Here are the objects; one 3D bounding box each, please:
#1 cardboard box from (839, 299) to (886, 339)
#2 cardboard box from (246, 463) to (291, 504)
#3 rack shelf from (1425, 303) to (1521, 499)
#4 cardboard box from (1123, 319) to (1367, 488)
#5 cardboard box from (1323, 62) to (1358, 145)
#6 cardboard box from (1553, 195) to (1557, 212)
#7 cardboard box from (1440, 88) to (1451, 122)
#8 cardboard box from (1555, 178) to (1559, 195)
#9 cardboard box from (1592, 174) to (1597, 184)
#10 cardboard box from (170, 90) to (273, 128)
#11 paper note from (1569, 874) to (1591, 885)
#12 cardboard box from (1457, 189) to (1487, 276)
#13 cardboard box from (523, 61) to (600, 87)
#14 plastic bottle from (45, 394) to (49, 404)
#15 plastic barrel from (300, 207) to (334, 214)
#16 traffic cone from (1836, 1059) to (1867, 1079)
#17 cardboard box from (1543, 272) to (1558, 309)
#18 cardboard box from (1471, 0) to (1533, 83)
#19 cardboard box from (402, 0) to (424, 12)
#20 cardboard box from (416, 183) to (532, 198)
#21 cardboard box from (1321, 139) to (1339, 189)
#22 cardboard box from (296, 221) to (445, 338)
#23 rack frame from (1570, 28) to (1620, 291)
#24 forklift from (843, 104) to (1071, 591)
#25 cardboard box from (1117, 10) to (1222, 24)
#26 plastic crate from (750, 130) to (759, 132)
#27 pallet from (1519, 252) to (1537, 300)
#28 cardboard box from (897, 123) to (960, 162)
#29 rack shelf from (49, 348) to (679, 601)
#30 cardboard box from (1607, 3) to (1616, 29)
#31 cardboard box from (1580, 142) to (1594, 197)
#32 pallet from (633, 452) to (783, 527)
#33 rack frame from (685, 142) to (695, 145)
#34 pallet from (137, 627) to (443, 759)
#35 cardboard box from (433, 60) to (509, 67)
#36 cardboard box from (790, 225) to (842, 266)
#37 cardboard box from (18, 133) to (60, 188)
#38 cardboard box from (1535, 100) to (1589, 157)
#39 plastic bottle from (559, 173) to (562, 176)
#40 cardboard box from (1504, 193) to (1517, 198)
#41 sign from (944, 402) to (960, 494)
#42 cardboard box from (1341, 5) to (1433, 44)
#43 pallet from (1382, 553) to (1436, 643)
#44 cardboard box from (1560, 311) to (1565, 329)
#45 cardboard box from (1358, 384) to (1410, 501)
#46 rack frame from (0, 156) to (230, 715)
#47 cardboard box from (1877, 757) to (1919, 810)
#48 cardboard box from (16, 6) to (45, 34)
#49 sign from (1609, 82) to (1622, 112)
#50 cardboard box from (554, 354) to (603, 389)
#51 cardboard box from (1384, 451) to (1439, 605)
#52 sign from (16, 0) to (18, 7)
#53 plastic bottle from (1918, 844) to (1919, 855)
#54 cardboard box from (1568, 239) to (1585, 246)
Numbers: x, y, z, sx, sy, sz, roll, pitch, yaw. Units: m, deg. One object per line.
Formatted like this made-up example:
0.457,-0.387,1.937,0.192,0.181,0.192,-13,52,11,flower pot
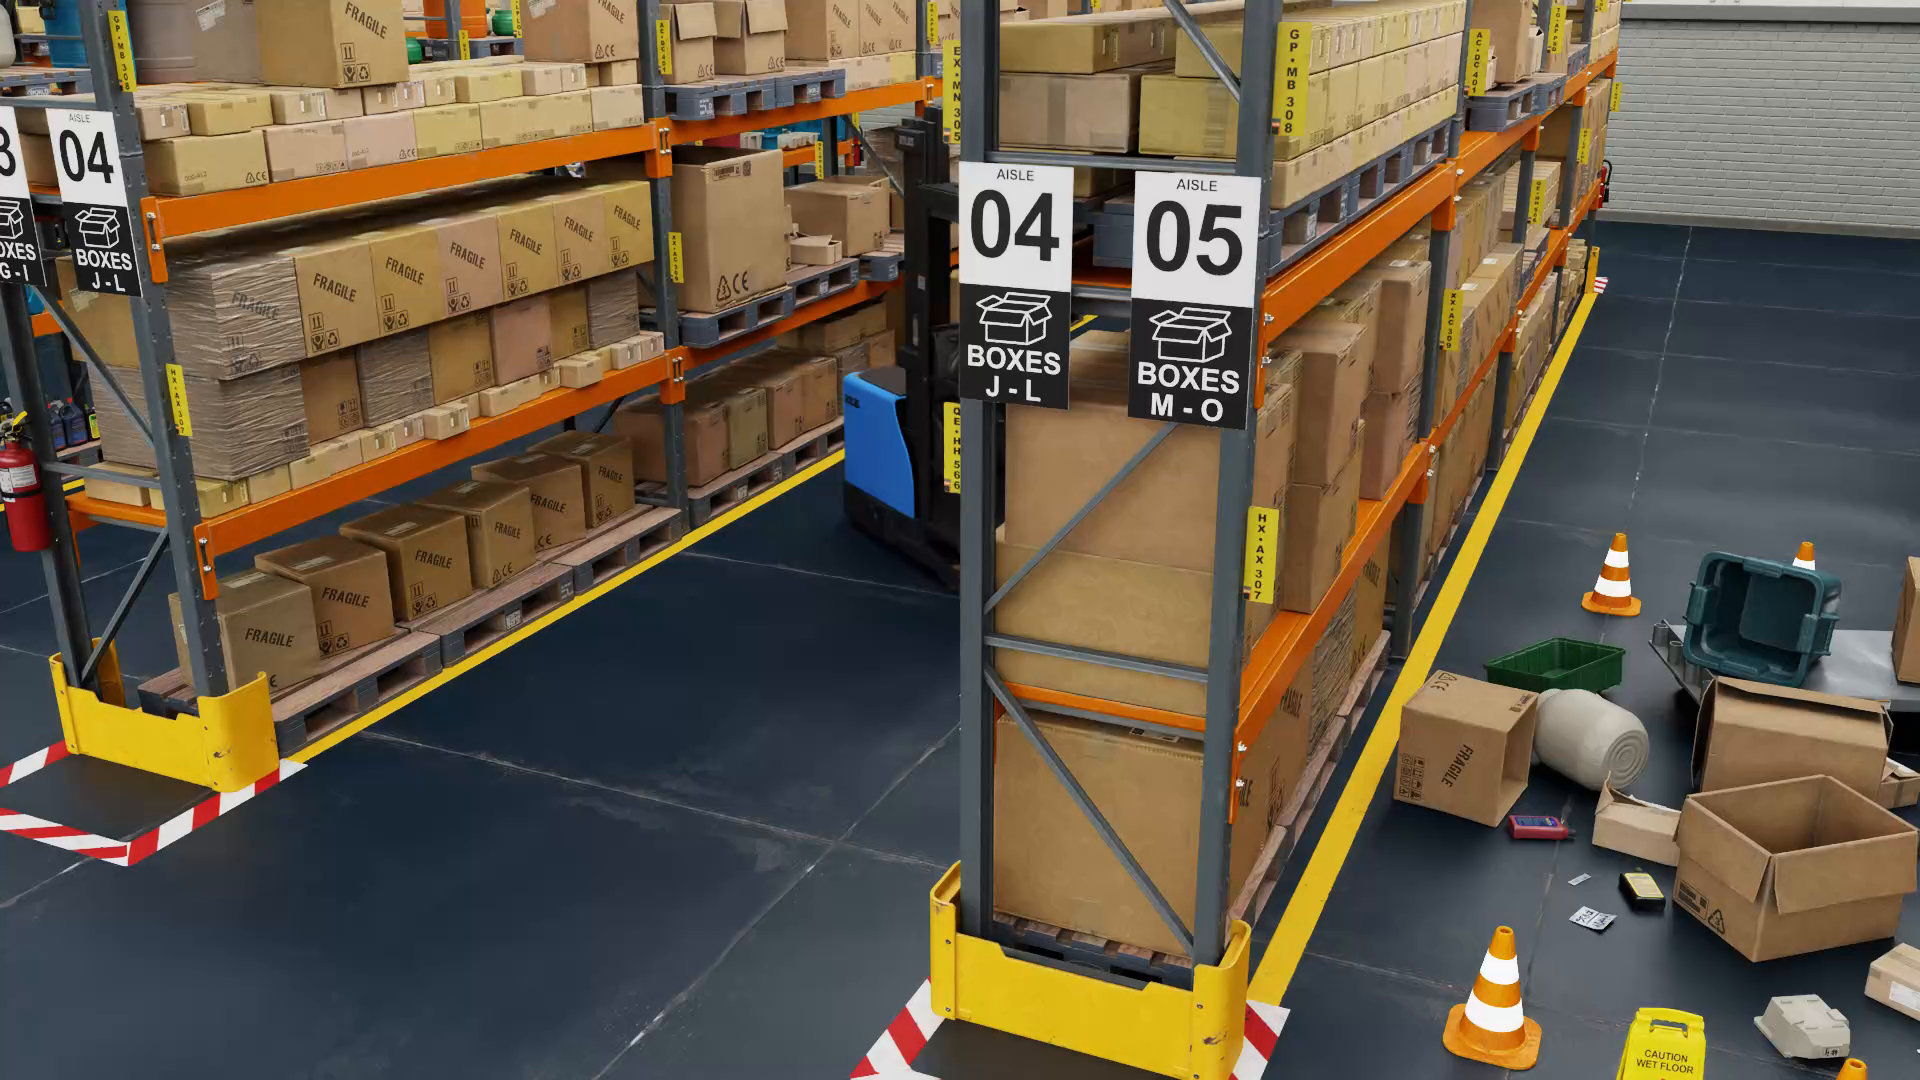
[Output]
-0.974,-1.914,14.328,0.500,0.250,0.500,10,22,25,cardboard box
-3.549,-0.304,8.222,0.380,0.149,0.250,9,21,23,cardboard box
2.937,-1.078,11.097,1.077,0.370,4.000,9,21,23,rack shelf
1.162,-0.604,6.854,0.875,0.550,0.550,9,21,23,cardboard box
1.119,-1.578,5.957,0.500,0.250,0.500,8,21,22,cardboard box
5.412,-3.182,15.688,0.380,0.149,0.250,8,21,21,cardboard box
2.158,-2.113,8.056,0.380,0.149,0.250,9,21,24,cardboard box
5.411,-3.322,15.637,0.380,0.149,0.250,9,22,24,cardboard box
7.157,-4.217,19.225,0.380,0.149,0.250,9,21,23,cardboard box
-3.494,-2.037,7.873,0.380,0.149,0.250,8,21,22,cardboard box
2.712,1.485,7.277,0.123,0.001,0.032,-14,24,-33,paper note
3.149,-2.099,11.252,0.700,0.500,0.500,8,21,22,cardboard box
-2.428,-2.839,10.128,0.380,0.149,0.250,9,21,23,cardboard box
-7.414,-1.081,13.447,0.097,0.271,0.097,0,20,0,plastic bottle
-5.814,-2.879,14.886,0.433,0.535,0.433,0,20,0,plastic barrel
2.885,1.904,5.424,0.336,0.463,0.334,9,21,23,traffic cone
5.320,-2.362,15.619,0.500,0.250,0.500,8,21,21,cardboard box
3.300,-3.164,10.487,0.500,0.500,0.500,9,21,23,cardboard box
-7.497,-7.169,22.151,0.500,0.250,0.500,9,21,23,cardboard box
-2.985,-1.920,10.304,0.500,0.500,0.500,9,21,23,cardboard box
1.120,-1.338,5.877,0.380,0.149,0.250,9,21,23,cardboard box
-3.115,-1.388,8.810,0.500,0.500,0.500,9,21,23,cardboard box
7.032,-4.474,19.572,1.000,3.000,0.127,9,21,23,rack frame
0.360,-1.184,10.423,1.130,2.935,3.031,-11,23,-29,forklift
0.830,-2.036,6.651,0.380,0.149,0.250,8,21,22,cardboard box
-2.911,-5.381,22.284,0.416,0.233,0.300,9,21,23,plastic crate
3.951,-2.170,13.381,1.213,0.211,1.003,9,21,23,pallet
-0.144,-3.680,15.692,0.797,0.503,0.637,9,22,24,cardboard box
-3.184,-0.567,9.659,1.077,0.370,4.000,9,21,23,rack shelf
6.655,-5.564,17.637,0.500,0.250,0.500,9,21,23,cardboard box
6.262,-3.856,17.243,0.500,0.500,0.500,8,21,22,cardboard box
-2.048,-0.441,12.395,1.003,0.211,1.213,9,21,23,pallet
-3.608,-4.642,20.045,1.000,3.000,0.127,9,21,23,rack frame
-3.607,0.753,9.037,1.003,0.211,1.213,9,21,23,pallet
-2.957,-2.819,10.072,0.380,0.149,0.250,9,21,23,cardboard box
-1.164,-2.327,13.110,0.396,0.266,0.258,8,21,21,cardboard box
-4.038,-1.819,7.854,0.500,0.250,0.500,9,22,24,cardboard box
5.801,-4.014,16.193,0.500,0.500,0.500,9,22,24,cardboard box
-4.259,-3.799,17.849,0.061,0.283,0.133,9,21,23,plastic bottle
4.443,-2.741,13.559,0.380,0.149,0.250,8,21,20,cardboard box
-0.009,-0.319,5.806,0.100,0.325,0.005,9,21,23,sign
1.845,-2.256,7.267,0.380,0.149,0.250,9,21,23,cardboard box
2.366,0.262,10.417,1.003,0.211,1.213,9,21,23,pallet
5.946,-2.254,16.959,0.380,0.149,0.250,9,22,24,cardboard box
1.774,-0.590,8.429,0.875,0.550,0.550,9,21,23,cardboard box
-4.003,-0.294,7.819,1.000,3.000,0.127,9,21,23,rack frame
4.384,1.086,8.020,0.258,0.266,0.396,-5,20,-15,cardboard box
-9.898,-5.494,17.562,0.500,0.250,0.500,7,21,19,cardboard box
7.530,-5.086,19.094,0.100,0.325,0.005,9,21,23,sign
-2.454,-1.057,10.341,0.380,0.149,0.250,9,21,23,cardboard box
2.290,-0.145,10.132,1.050,0.750,0.750,8,21,22,cardboard box
-10.258,-5.832,18.143,0.100,0.325,0.005,9,21,23,sign
4.436,1.364,7.541,0.133,0.061,0.283,13,23,32,plastic bottle
7.047,-3.412,19.327,0.380,0.149,0.250,9,21,23,cardboard box
